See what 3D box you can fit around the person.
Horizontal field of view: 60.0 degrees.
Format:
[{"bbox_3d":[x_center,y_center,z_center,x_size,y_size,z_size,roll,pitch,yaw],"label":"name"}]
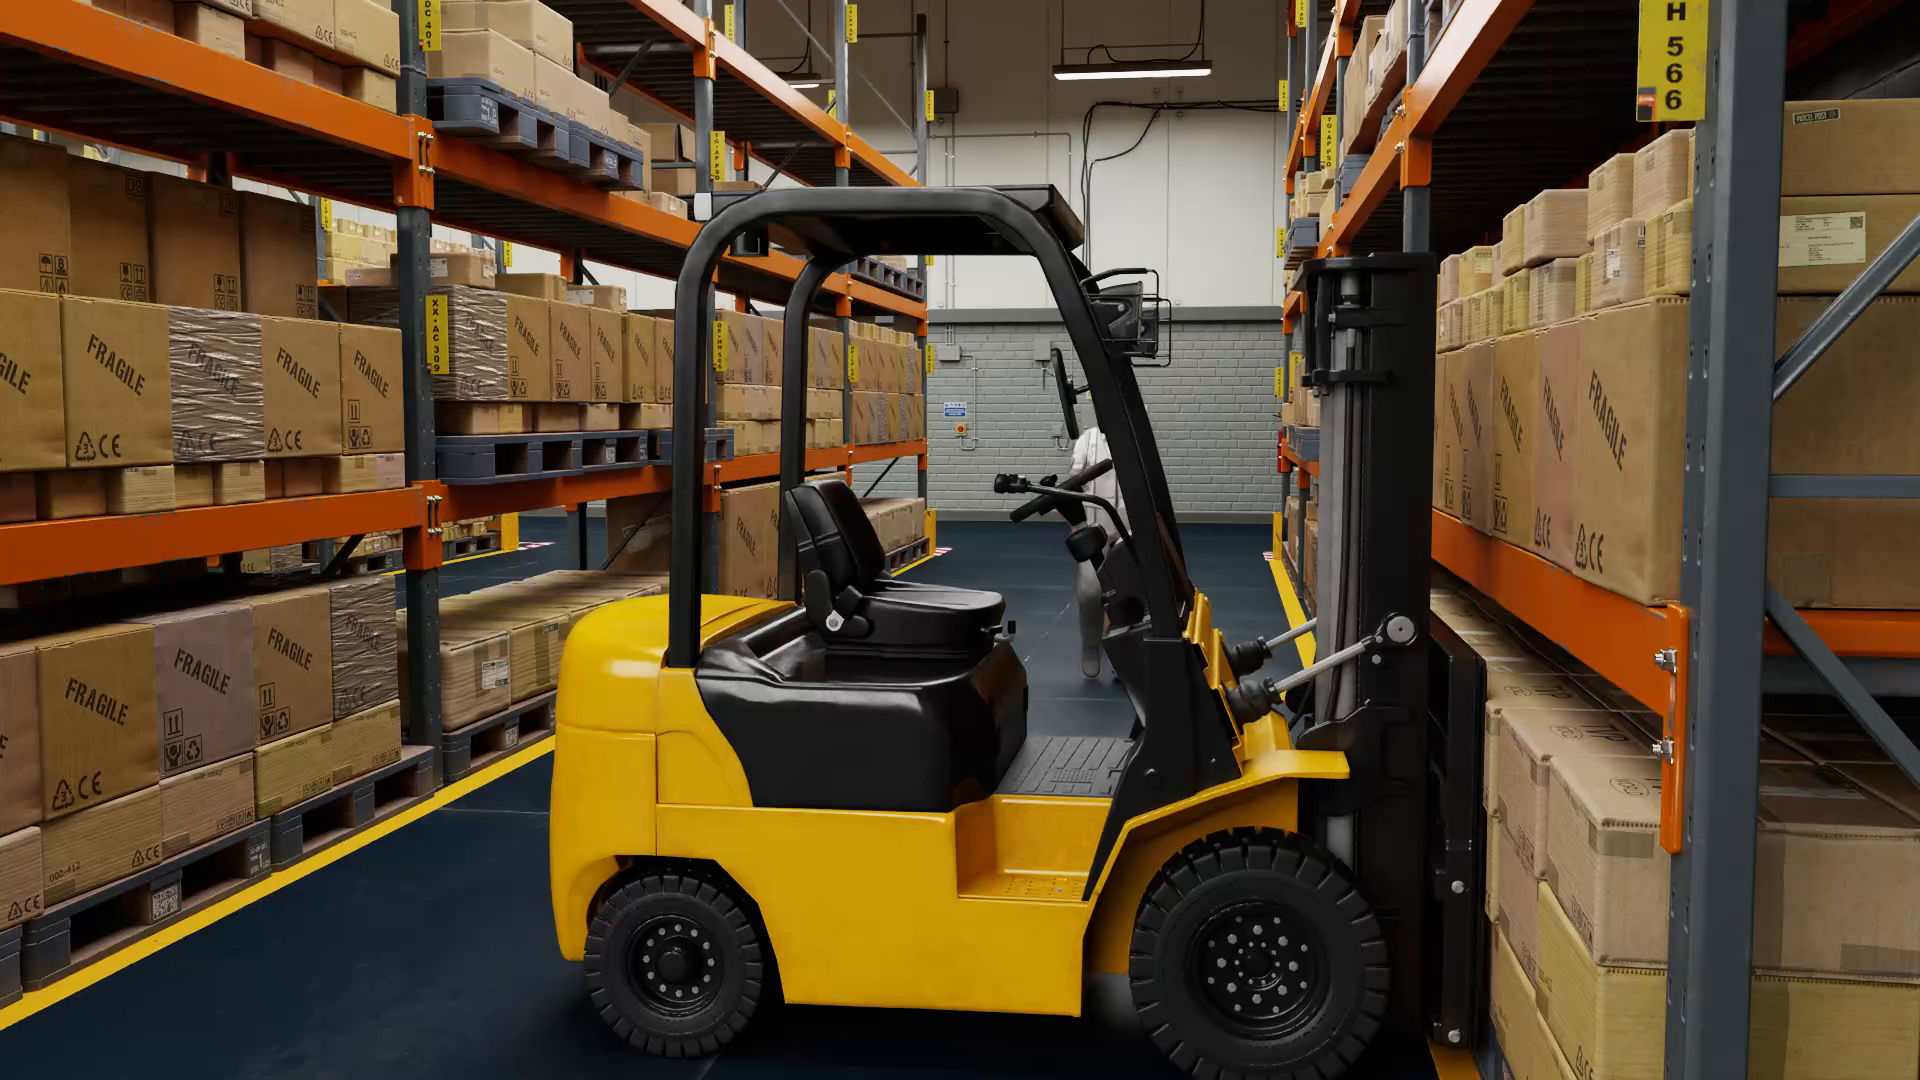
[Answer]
[{"bbox_3d":[0.922,-0.045,9.900,0.543,1.793,0.463,0,4,0],"label":"person"}]
